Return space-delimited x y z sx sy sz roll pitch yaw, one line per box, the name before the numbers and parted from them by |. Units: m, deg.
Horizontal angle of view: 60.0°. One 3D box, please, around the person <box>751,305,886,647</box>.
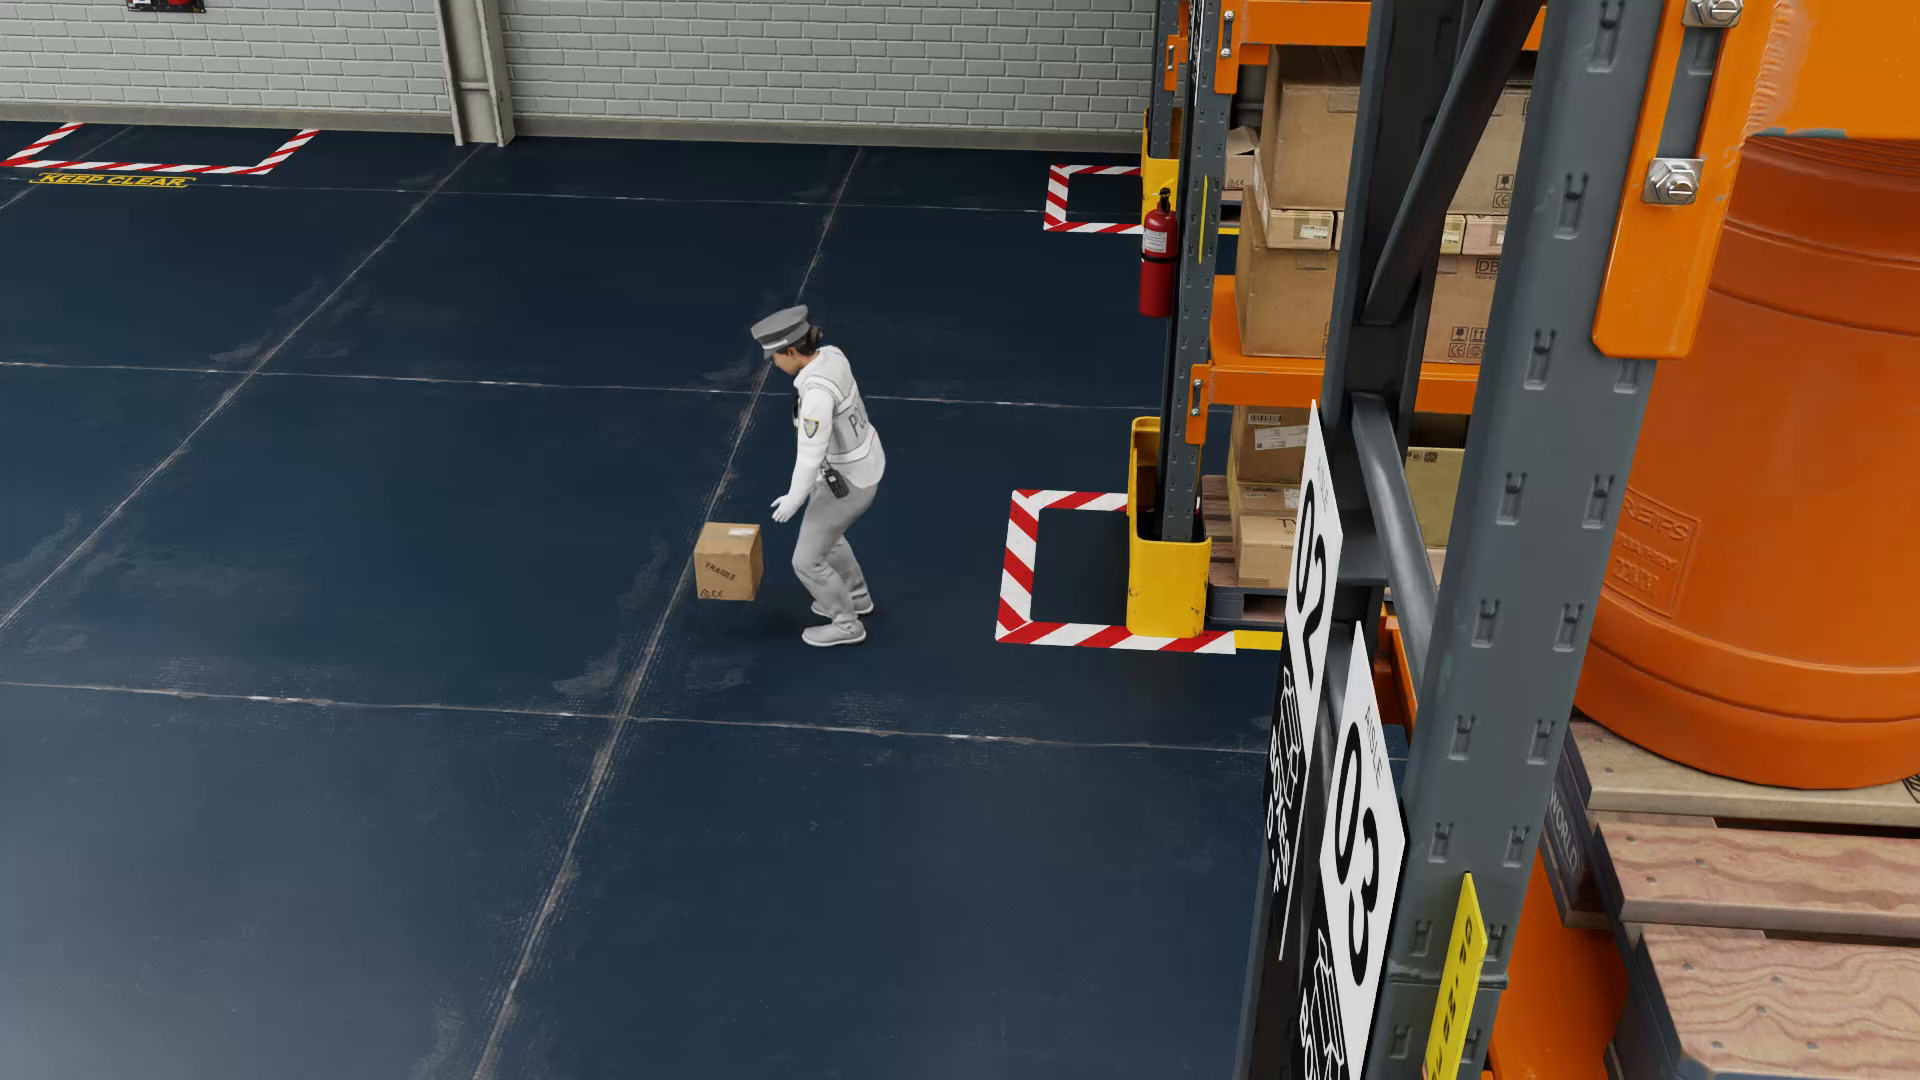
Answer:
person | -0.589 -0.255 7.137 0.526 1.576 0.516 3 32 5
